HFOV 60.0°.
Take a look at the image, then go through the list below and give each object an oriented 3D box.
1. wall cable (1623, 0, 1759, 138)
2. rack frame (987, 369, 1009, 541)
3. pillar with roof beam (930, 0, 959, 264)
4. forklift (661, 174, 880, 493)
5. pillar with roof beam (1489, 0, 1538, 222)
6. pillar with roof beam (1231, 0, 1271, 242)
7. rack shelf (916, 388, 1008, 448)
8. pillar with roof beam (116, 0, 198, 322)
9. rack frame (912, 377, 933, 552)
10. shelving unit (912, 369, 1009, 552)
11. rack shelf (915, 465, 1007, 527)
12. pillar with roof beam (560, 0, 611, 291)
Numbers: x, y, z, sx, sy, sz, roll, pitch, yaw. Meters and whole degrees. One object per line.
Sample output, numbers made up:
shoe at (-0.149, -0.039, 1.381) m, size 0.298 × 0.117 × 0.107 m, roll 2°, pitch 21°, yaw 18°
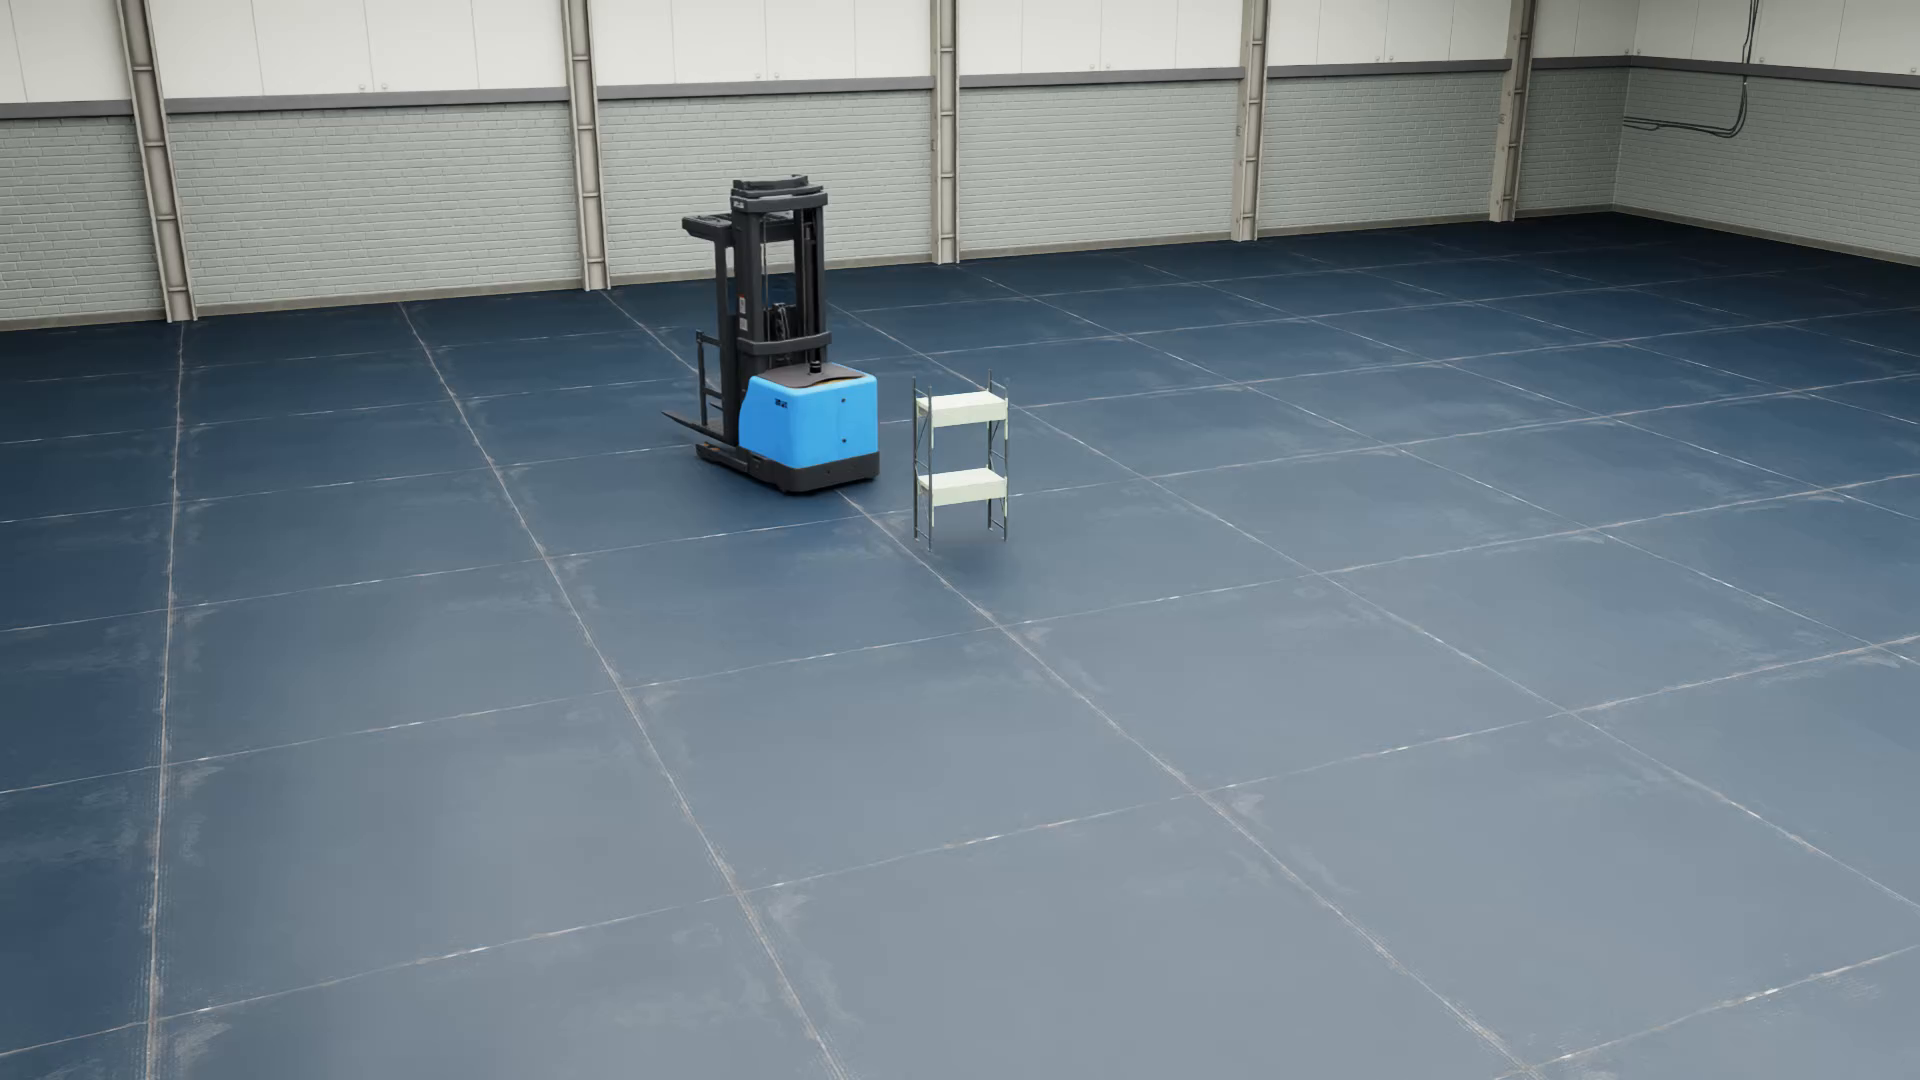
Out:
wall cable at (13.995, -9.120, 32.050) m, size 0.112 × 2.526 × 3.097 m, roll -8°, pitch 21°, yaw -22°
rack frame at (0.342, -0.756, 14.912) m, size 0.023 × 1.500 × 0.400 m, roll -8°, pitch 21°, yaw -22°
pillar with roof beam at (1.453, -7.709, 23.367) m, size 0.400 × 9.000 × 9.100 m, roll -8°, pitch 21°, yaw -22°
forklift at (-2.108, -2.267, 17.048) m, size 1.130 × 2.935 × 3.031 m, roll -15°, pitch 24°, yaw -36°
pillar with roof beam at (12.472, -9.288, 27.850) m, size 0.400 × 9.000 × 9.100 m, roll -8°, pitch 21°, yaw -22°
pillar with roof beam at (6.963, -8.498, 25.608) m, size 0.400 × 9.000 × 9.100 m, roll -8°, pitch 21°, yaw -22°
rack shelf at (0.006, -1.076, 14.646) m, size 0.720 × 0.370 × 0.431 m, roll -8°, pitch 21°, yaw -22°
pillar with roof beam at (-9.565, -6.130, 18.883) m, size 0.400 × 9.000 × 9.100 m, roll -8°, pitch 21°, yaw -22°
rack frame at (-0.330, -0.660, 14.639) m, size 0.023 × 1.500 × 0.400 m, roll -8°, pitch 21°, yaw -22°
shelving unit at (0.006, -0.708, 14.775) m, size 0.755 × 1.500 × 0.431 m, roll -8°, pitch 21°, yaw -22°
rack shelf at (0.006, -0.401, 14.884) m, size 0.720 × 0.370 × 0.431 m, roll -8°, pitch 21°, yaw -22°
pillar with roof beam at (-4.056, -6.920, 21.125) m, size 0.400 × 9.000 × 9.100 m, roll -8°, pitch 21°, yaw -22°
